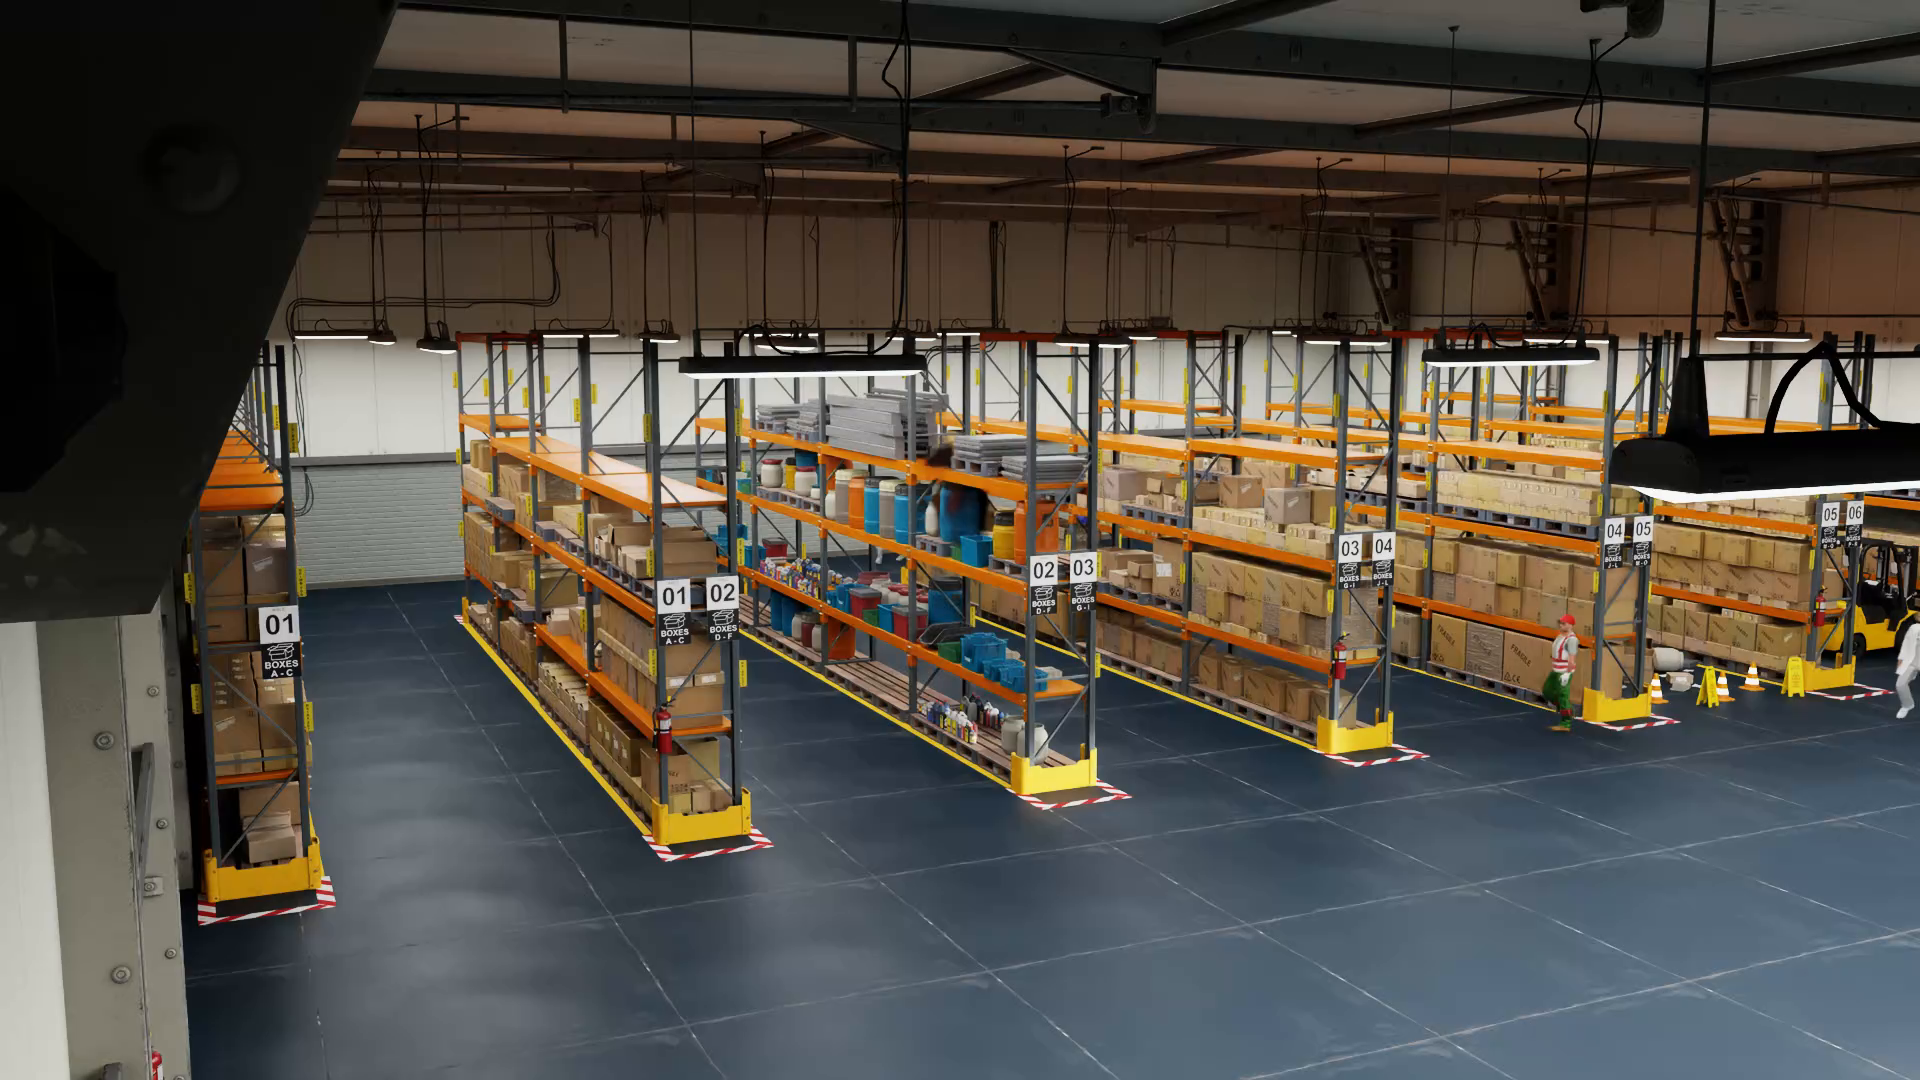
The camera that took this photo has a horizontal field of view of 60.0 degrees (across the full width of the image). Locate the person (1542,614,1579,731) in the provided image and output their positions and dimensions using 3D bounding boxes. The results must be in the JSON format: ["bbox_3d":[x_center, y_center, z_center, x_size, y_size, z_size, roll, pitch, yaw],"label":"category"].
[{"bbox_3d":[9.171,2.015,25.370,0.462,1.782,0.617,0,8,3],"label":"person"}]

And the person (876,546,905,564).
[{"bbox_3d":[-1.849,-0.256,42.533,0.684,1.733,0.963,6,10,38],"label":"person"}]

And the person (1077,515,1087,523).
[{"bbox_3d":[3.145,-0.240,42.610,0.449,1.645,0.501,4,9,26],"label":"person"}]

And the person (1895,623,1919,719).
[{"bbox_3d":[14.963,1.952,25.890,0.687,1.777,0.503,5,9,33],"label":"person"}]
